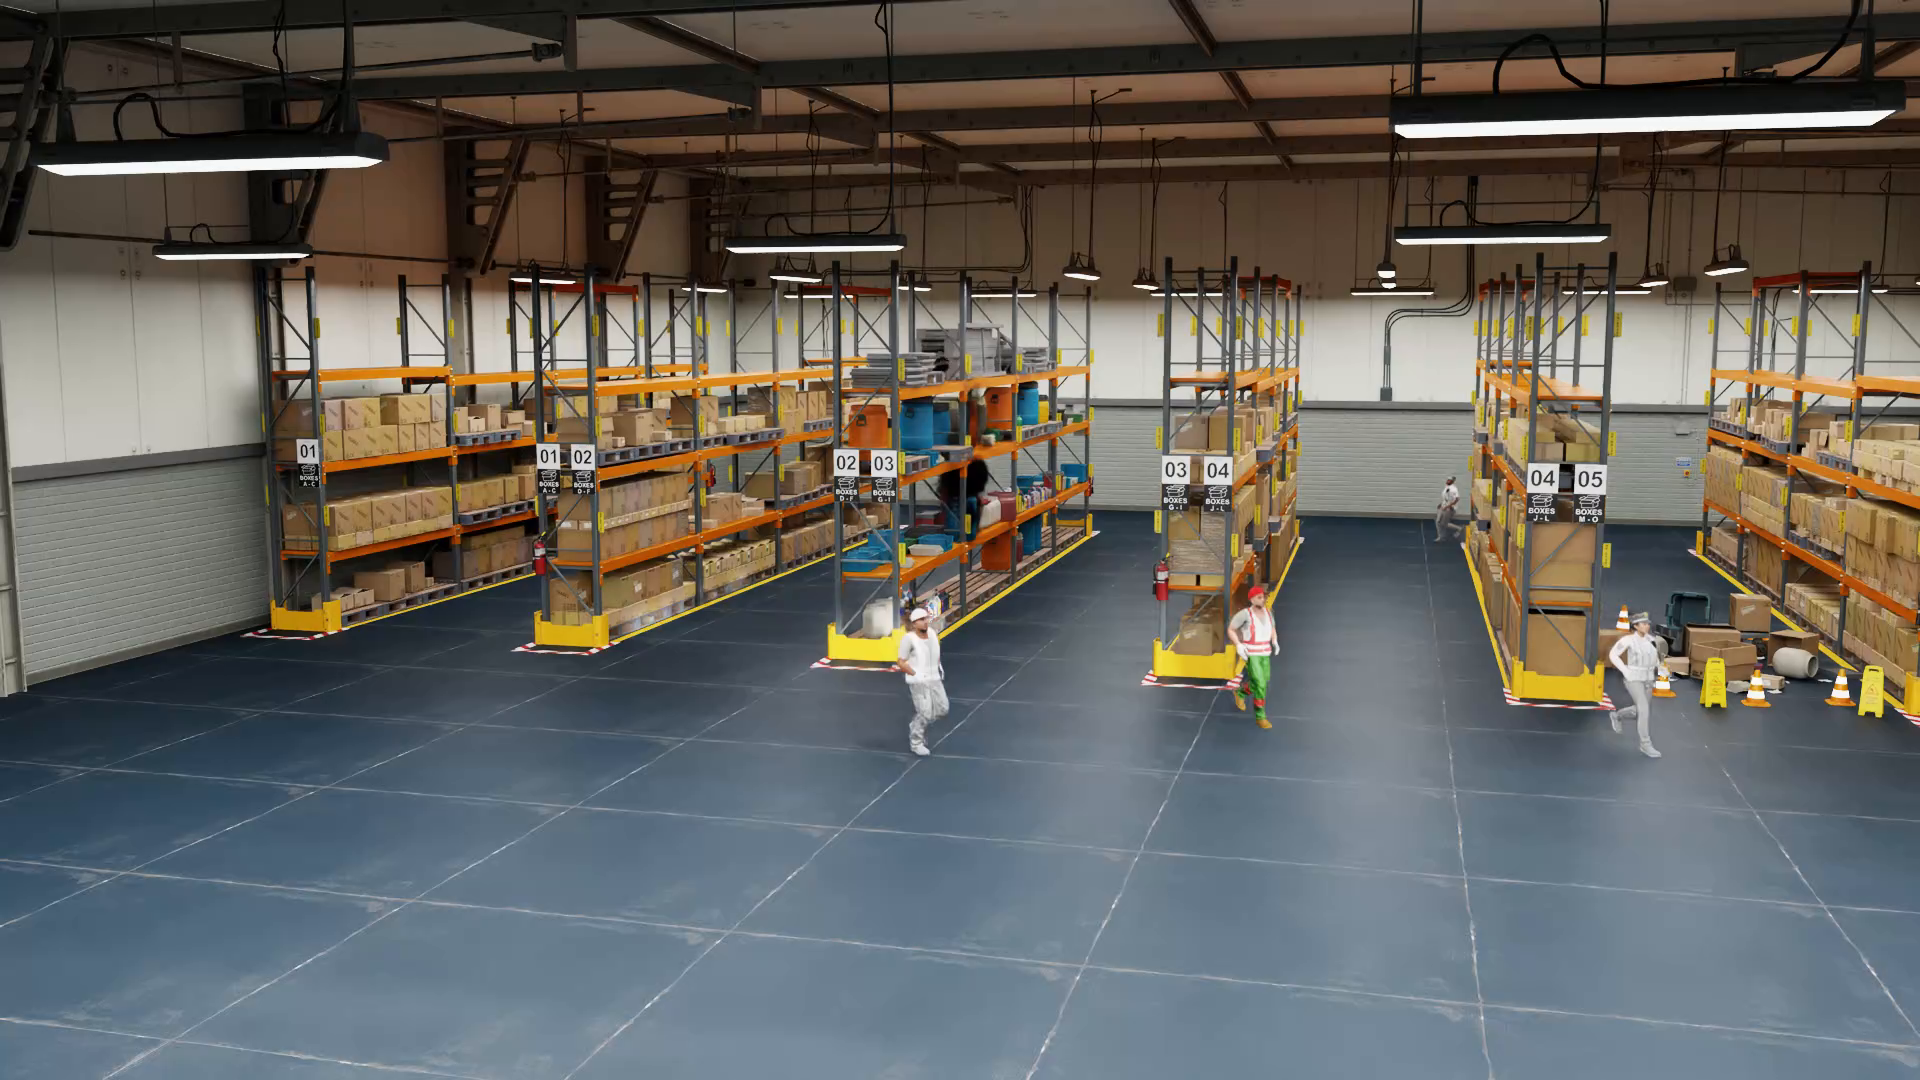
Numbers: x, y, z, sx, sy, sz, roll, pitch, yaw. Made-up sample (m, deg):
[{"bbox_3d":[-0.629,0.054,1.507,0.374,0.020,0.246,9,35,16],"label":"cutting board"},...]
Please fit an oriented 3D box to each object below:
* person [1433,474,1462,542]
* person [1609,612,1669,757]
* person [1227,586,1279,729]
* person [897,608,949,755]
[{"bbox_3d":[11.516,-0.745,39.025,0.629,1.642,0.619,-1,7,-7],"label":"person"},{"bbox_3d":[8.051,1.679,19.812,0.618,1.696,0.839,-3,8,-24],"label":"person"},{"bbox_3d":[3.732,1.457,21.182,0.674,1.774,0.842,-4,8,-30],"label":"person"},{"bbox_3d":[-0.423,1.666,19.597,0.532,1.740,0.673,7,10,44],"label":"person"}]
